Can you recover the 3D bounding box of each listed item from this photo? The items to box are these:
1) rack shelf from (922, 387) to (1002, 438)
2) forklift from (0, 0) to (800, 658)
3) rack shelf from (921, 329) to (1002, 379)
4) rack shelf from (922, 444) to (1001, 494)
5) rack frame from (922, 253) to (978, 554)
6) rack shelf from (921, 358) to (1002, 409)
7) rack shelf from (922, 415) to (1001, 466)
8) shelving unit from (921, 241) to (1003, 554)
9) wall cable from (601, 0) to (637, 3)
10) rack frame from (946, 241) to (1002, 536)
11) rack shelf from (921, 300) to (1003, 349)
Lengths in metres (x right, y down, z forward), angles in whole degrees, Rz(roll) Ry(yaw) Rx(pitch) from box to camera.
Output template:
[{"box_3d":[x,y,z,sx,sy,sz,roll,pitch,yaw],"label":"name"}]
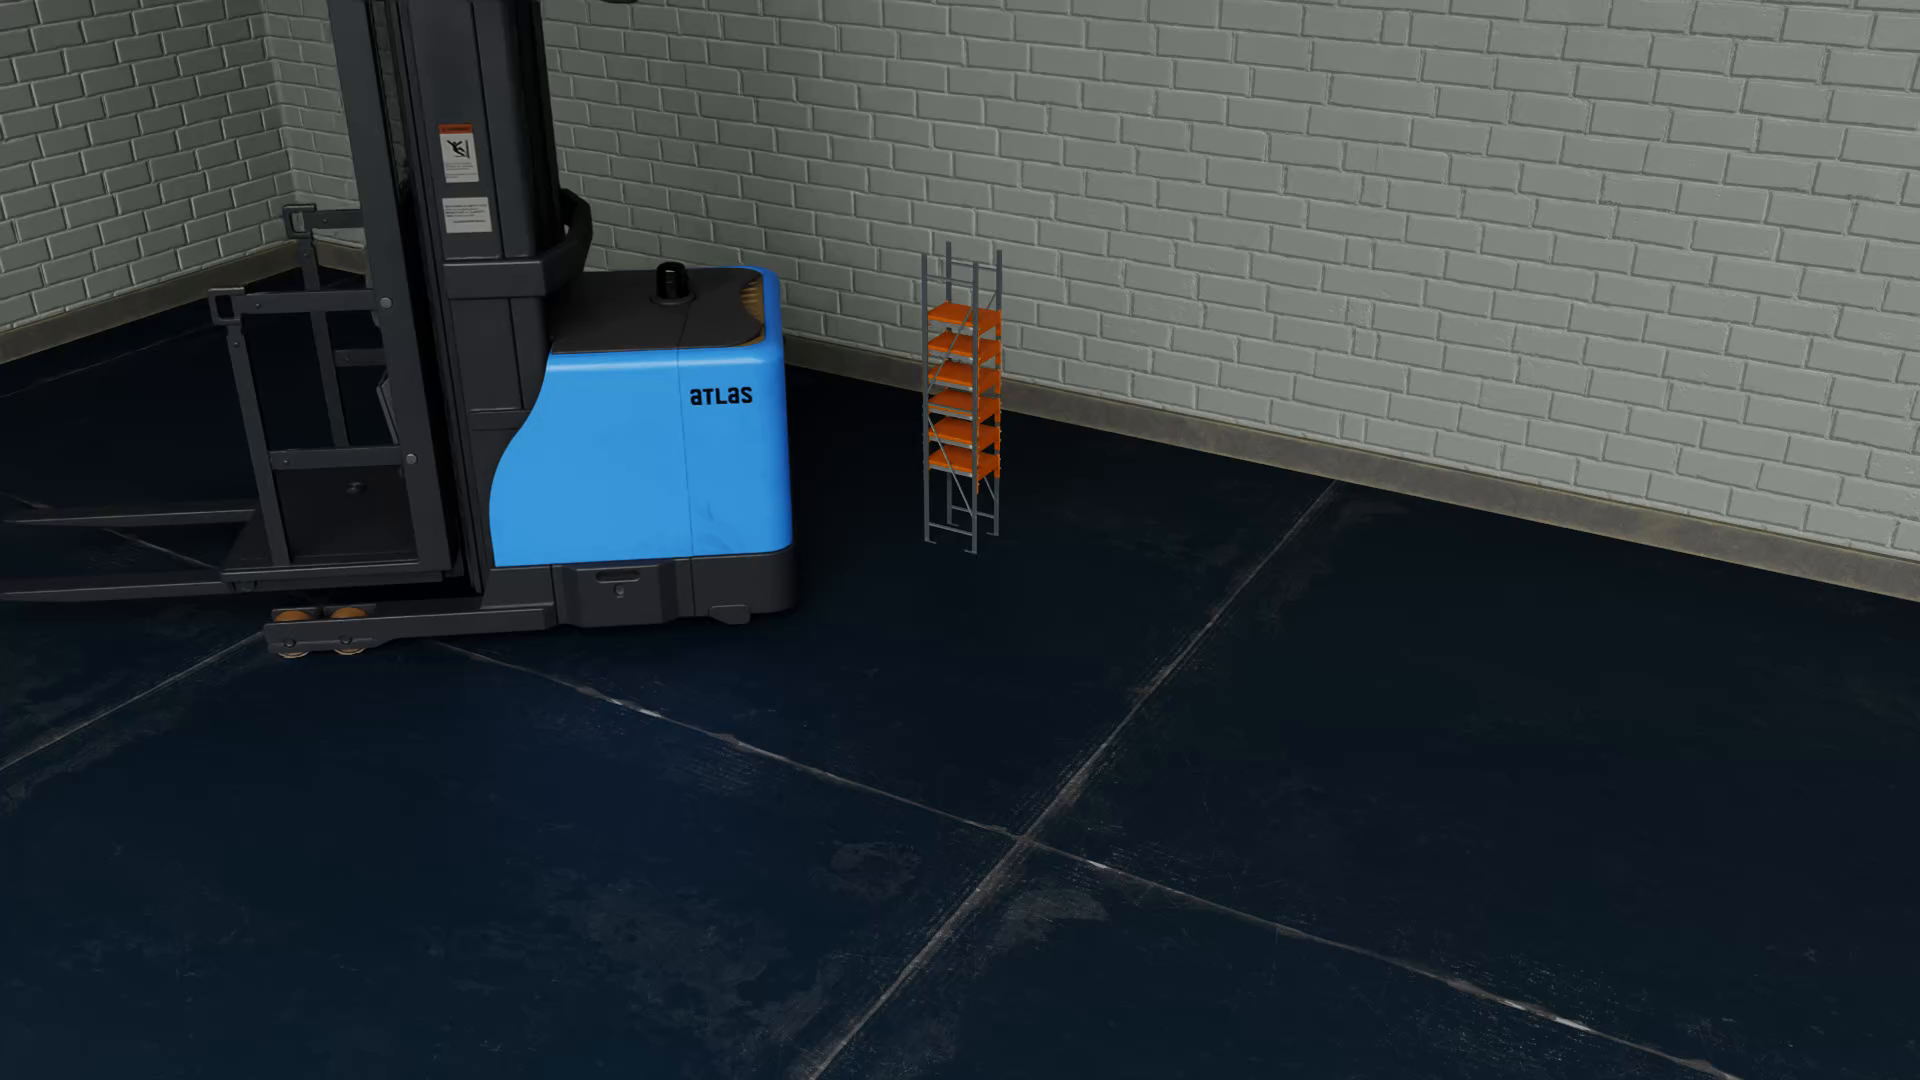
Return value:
[{"box_3d":[0.007,-0.502,6.513,0.258,0.103,0.180,14,30,26],"label":"rack shelf"},{"box_3d":[-2.148,-1.141,5.756,3.031,2.935,1.130,-3,27,-6],"label":"forklift"},{"box_3d":[0.007,-0.717,6.405,0.258,0.103,0.180,14,30,26],"label":"rack shelf"},{"box_3d":[0.007,-0.288,6.620,0.258,0.103,0.180,14,30,26],"label":"rack shelf"},{"box_3d":[-0.038,-0.507,6.421,0.240,1.200,0.006,14,30,26],"label":"rack frame"},{"box_3d":[0.007,-0.610,6.459,0.258,0.103,0.180,14,30,26],"label":"rack shelf"},{"box_3d":[0.007,-0.395,6.566,0.258,0.103,0.180,14,30,26],"label":"rack shelf"},{"box_3d":[0.007,-0.542,6.493,0.258,1.200,0.189,14,30,26],"label":"shelving unit"},{"box_3d":[-2.713,-3.989,8.135,3.097,2.526,0.112,14,30,26],"label":"wall cable"},{"box_3d":[0.052,-0.578,6.564,0.240,1.200,0.006,14,30,26],"label":"rack frame"},{"box_3d":[0.007,-0.824,6.351,0.258,0.103,0.180,14,30,26],"label":"rack shelf"}]
